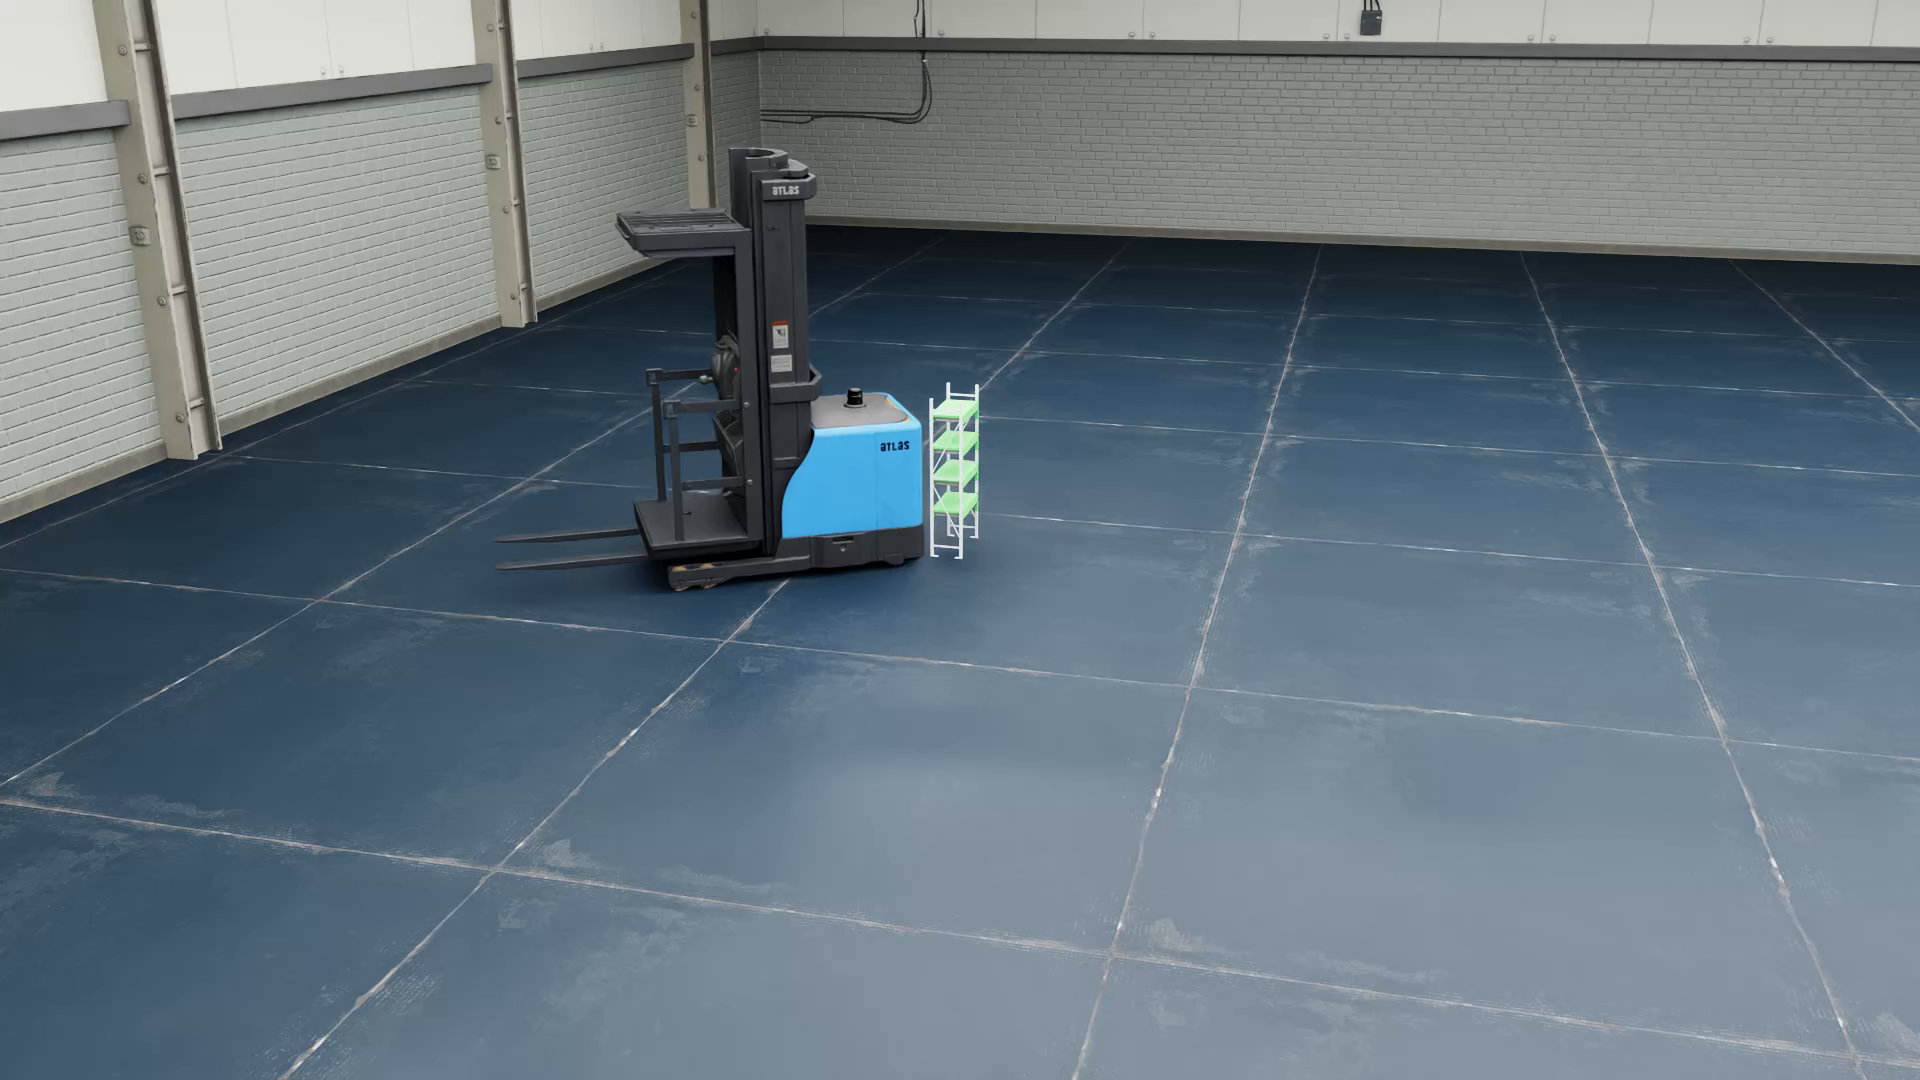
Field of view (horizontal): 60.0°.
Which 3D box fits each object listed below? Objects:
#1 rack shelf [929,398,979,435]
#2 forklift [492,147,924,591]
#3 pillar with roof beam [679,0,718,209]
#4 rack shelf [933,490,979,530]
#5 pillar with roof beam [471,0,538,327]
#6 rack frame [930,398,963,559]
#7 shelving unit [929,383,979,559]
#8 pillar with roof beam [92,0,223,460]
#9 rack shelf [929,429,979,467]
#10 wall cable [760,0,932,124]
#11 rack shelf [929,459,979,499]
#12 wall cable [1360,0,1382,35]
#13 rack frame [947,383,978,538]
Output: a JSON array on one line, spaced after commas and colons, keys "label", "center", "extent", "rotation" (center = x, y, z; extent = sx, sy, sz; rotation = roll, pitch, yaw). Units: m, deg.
[{"label": "rack shelf", "center": [-0.040, -0.910, 12.207], "extent": [0.258, 0.148, 0.480], "rotation": [5, 19, 13]}, {"label": "forklift", "center": [-1.836, -1.222, 11.731], "extent": [3.031, 2.935, 1.130], "rotation": [-6, 20, -16]}, {"label": "pillar with roof beam", "center": [0.204, -8.464, 23.547], "extent": [9.100, 9.000, 0.400], "rotation": [5, 19, 13]}, {"label": "rack shelf", "center": [-0.040, -0.228, 12.440], "extent": [0.258, 0.148, 0.480], "rotation": [5, 19, 13]}, {"label": "pillar with roof beam", "center": [-1.262, -6.584, 18.041], "extent": [9.100, 9.000, 0.400], "rotation": [5, 19, 13]}, {"label": "rack frame", "center": [-0.100, -0.439, 12.118], "extent": [0.240, 1.200, 0.015], "rotation": [5, 19, 13]}, {"label": "shelving unit", "center": [-0.040, -0.516, 12.342], "extent": [0.258, 1.200, 0.503], "rotation": [5, 19, 13]}, {"label": "pillar with roof beam", "center": [-2.728, -4.703, 12.535], "extent": [9.100, 9.000, 0.400], "rotation": [5, 19, 13]}, {"label": "rack shelf", "center": [-0.040, -0.683, 12.285], "extent": [0.258, 0.148, 0.480], "rotation": [5, 19, 13]}, {"label": "wall cable", "center": [-1.969, -8.154, 27.442], "extent": [3.097, 2.526, 0.112], "rotation": [5, 19, 13]}, {"label": "rack shelf", "center": [-0.040, -0.455, 12.362], "extent": [0.258, 0.148, 0.480], "rotation": [5, 19, 13]}, {"label": "wall cable", "center": [7.233, -10.478, 24.181], "extent": [2.305, 6.003, 0.169], "rotation": [5, 19, 13]}, {"label": "rack frame", "center": [0.019, -0.592, 12.566], "extent": [0.240, 1.200, 0.015], "rotation": [5, 19, 13]}]
